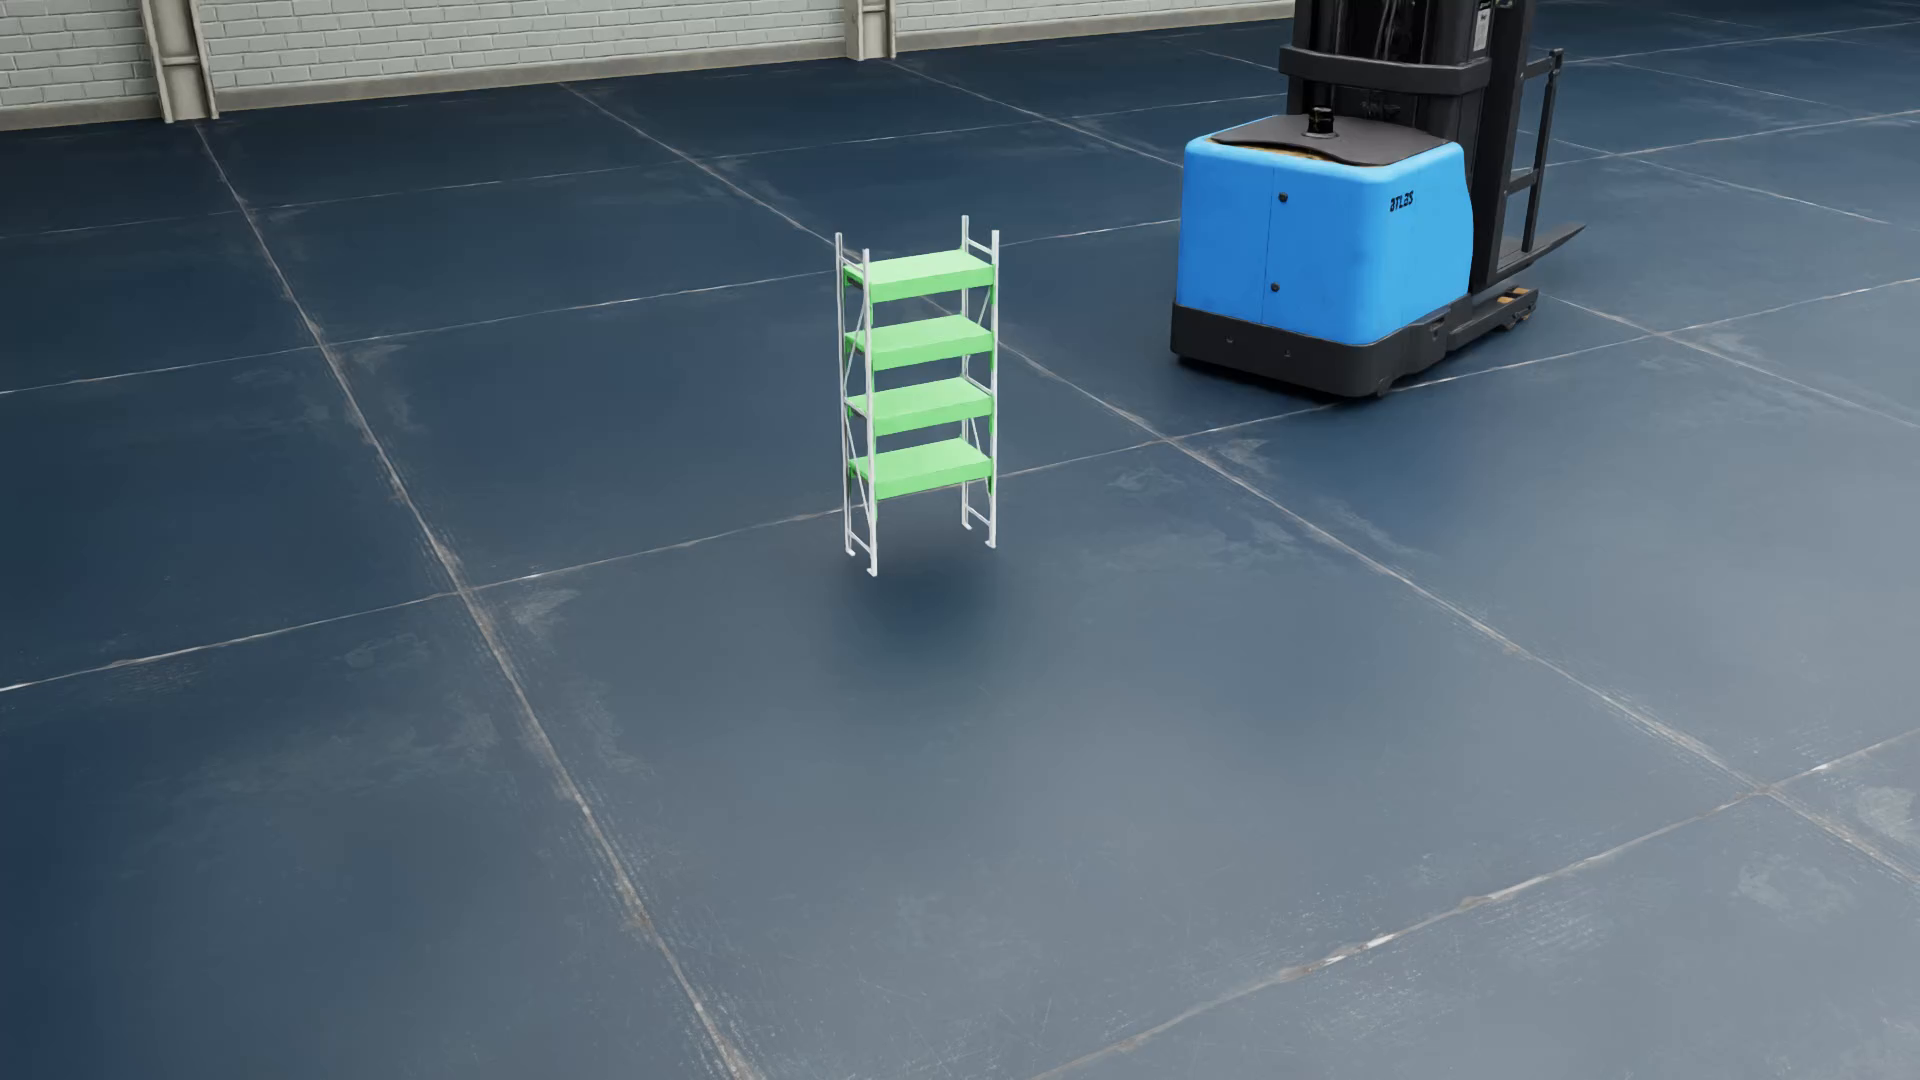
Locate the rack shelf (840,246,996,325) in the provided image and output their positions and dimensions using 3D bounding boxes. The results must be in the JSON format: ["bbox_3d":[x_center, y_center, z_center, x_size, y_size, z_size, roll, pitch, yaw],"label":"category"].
[{"bbox_3d":[-0.146,-0.882,5.740,0.480,0.148,0.258,-13,29,-25],"label":"rack shelf"}]

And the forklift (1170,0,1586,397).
[{"bbox_3d":[2.344,-2.521,8.115,1.130,2.935,3.031,20,32,36],"label":"forklift"}]

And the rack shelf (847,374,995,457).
[{"bbox_3d":[-0.146,-0.450,5.948,0.480,0.148,0.258,-13,29,-25],"label":"rack shelf"}]

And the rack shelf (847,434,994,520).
[{"bbox_3d":[-0.146,-0.233,6.052,0.480,0.148,0.258,-13,29,-25],"label":"rack shelf"}]

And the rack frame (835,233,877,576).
[{"bbox_3d":[-0.361,-0.457,5.817,0.015,1.200,0.240,-13,29,-25],"label":"rack frame"}]

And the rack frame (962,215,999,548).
[{"bbox_3d":[0.069,-0.557,6.024,0.015,1.200,0.240,-13,29,-25],"label":"rack frame"}]

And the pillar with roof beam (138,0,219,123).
[{"bbox_3d":[-4.119,-5.788,7.909,0.400,9.000,9.100,-13,29,-25],"label":"pillar with roof beam"}]

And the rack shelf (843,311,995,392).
[{"bbox_3d":[-0.146,-0.666,5.844,0.480,0.148,0.258,-13,29,-25],"label":"rack shelf"}]

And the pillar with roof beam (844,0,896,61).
[{"bbox_3d":[1.175,-7.010,10.454,0.400,9.000,9.100,-13,29,-25],"label":"pillar with roof beam"}]

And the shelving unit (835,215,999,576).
[{"bbox_3d":[-0.146,-0.507,5.920,0.503,1.200,0.258,-13,29,-25],"label":"shelving unit"}]
